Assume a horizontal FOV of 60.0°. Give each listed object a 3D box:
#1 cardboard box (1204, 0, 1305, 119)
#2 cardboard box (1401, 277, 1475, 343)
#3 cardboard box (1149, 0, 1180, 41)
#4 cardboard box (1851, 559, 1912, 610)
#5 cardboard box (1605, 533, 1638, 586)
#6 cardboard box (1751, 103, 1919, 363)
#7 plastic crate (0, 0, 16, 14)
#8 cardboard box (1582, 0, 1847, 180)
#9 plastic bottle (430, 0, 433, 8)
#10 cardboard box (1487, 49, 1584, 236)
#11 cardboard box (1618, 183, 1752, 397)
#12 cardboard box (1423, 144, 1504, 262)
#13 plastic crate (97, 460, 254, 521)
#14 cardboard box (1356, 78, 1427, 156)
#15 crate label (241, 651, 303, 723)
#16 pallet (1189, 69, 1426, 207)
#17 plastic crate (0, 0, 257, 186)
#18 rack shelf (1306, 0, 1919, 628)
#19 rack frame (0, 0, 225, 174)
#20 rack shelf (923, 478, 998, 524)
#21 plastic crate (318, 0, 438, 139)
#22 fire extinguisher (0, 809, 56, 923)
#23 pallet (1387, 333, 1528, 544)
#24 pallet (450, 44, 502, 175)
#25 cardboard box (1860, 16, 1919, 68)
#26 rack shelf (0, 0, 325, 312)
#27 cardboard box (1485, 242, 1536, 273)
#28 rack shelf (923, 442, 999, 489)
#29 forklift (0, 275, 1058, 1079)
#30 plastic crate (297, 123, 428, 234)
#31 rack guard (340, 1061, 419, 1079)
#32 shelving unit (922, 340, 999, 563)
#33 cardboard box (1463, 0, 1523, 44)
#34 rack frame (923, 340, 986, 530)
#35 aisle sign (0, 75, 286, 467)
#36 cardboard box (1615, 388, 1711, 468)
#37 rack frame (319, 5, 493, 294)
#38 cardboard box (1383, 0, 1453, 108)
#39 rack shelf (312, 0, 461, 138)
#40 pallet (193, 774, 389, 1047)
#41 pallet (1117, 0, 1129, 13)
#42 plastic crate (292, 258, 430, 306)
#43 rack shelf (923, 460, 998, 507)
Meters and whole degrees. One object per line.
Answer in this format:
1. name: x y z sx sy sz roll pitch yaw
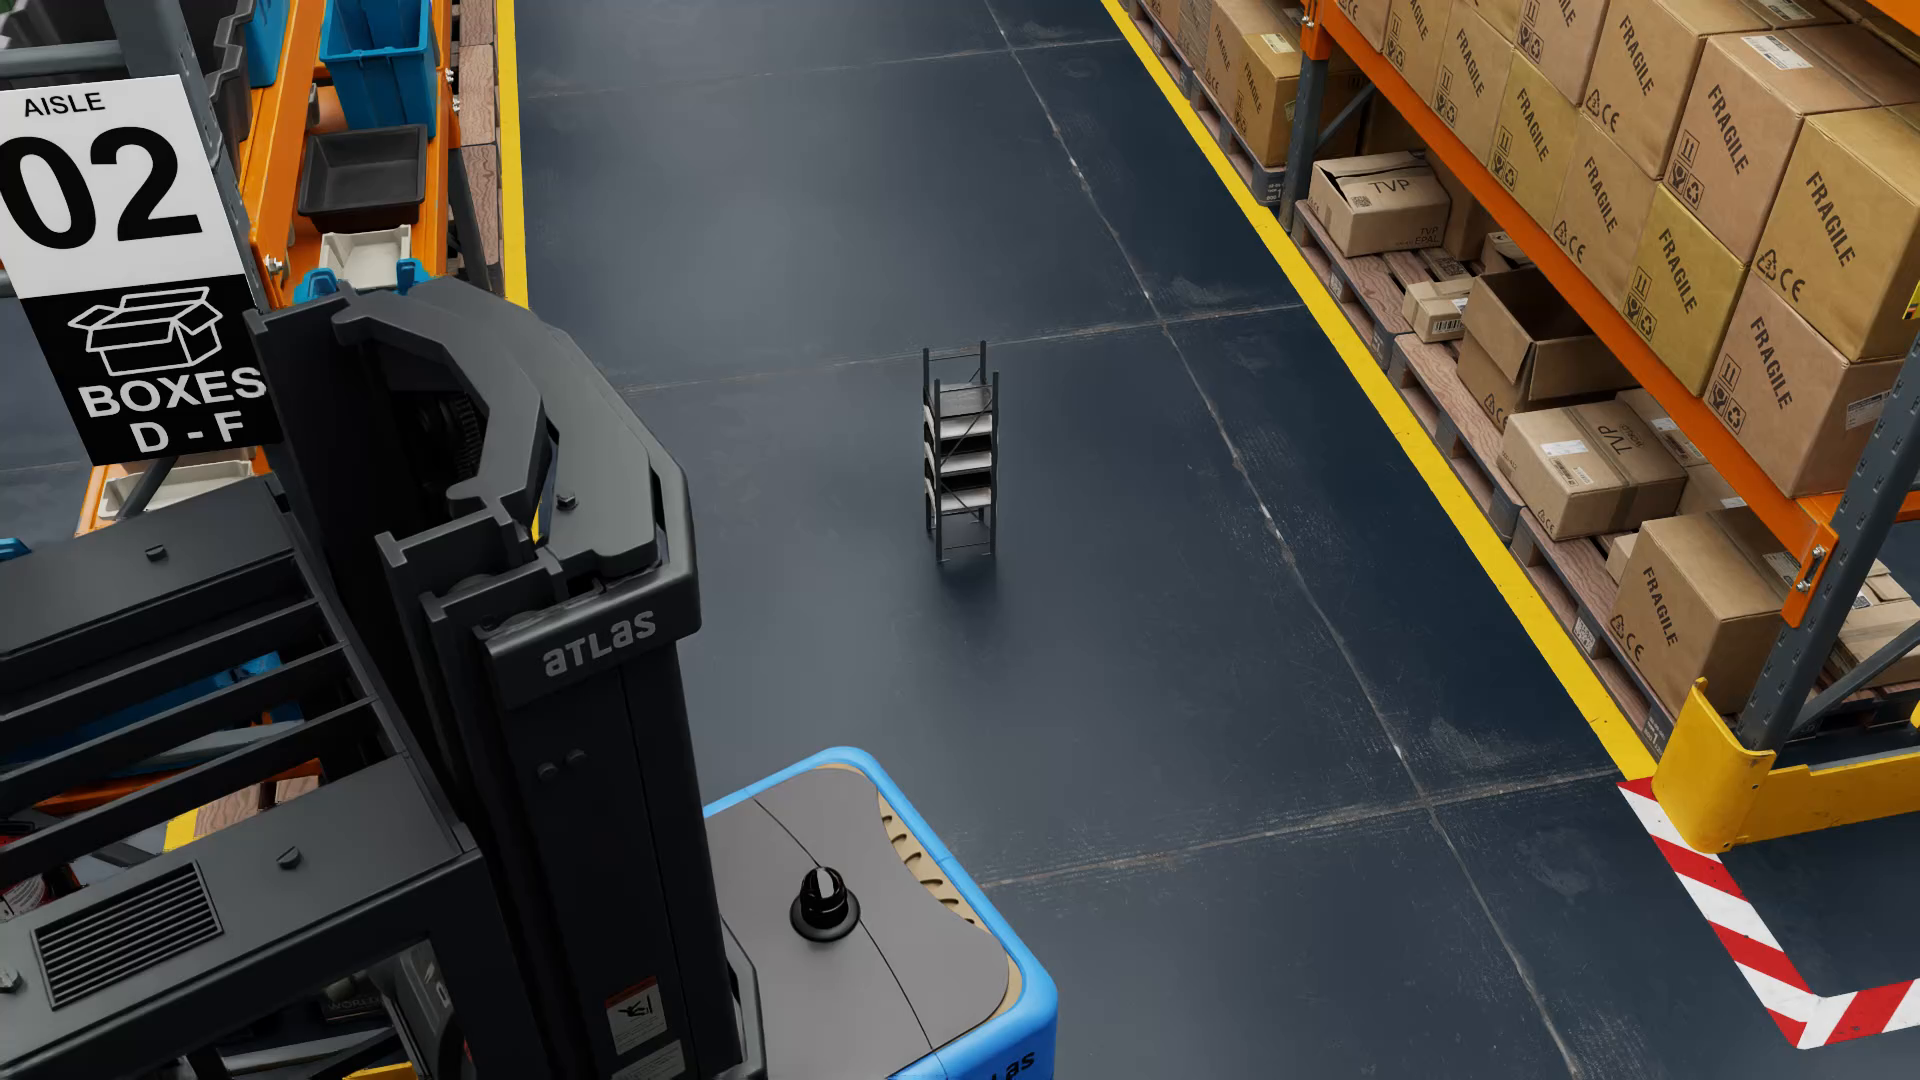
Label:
1. cardboard box: 1.662 -2.631 9.006 0.500 0.500 0.500 -8 42 -9
2. cardboard box: 2.222 -1.043 7.469 0.380 0.166 0.250 -8 42 -9
3. cardboard box: 1.442 -3.285 9.743 0.500 0.500 0.500 -10 43 -11
4. cardboard box: 3.201 0.204 6.063 0.380 0.166 0.250 -8 42 -9
5. cardboard box: 2.652 0.094 6.187 0.380 0.166 0.250 -8 42 -9
6. cardboard box: 2.645 -0.868 4.640 0.500 0.500 0.500 -9 42 -10
7. plastic crate: -2.319 -1.142 3.677 0.450 0.188 0.336 -8 42 -9
8. cardboard box: 2.419 -1.531 5.387 0.500 0.500 0.500 -7 42 -8
9. plastic bottle: -2.425 -2.477 7.430 0.097 0.201 0.097 0 42 0
10. cardboard box: 2.321 -1.483 6.086 0.500 0.500 0.500 -9 42 -10
11. cardboard box: 2.532 -0.833 5.353 0.500 0.500 0.500 -8 42 -9
12. cardboard box: 2.546 -1.702 7.959 0.500 0.500 0.500 -8 42 -9
13. plastic crate: -2.229 -0.117 4.776 0.396 0.136 0.243 -8 42 -9
14. cardboard box: 2.280 -2.379 8.722 0.500 0.500 0.500 -10 43 -11
15. crate label: -1.559 0.332 4.197 0.416 0.233 0.303 -8 42 -9
16. pallet: 1.934 -2.280 9.159 1.003 0.211 1.213 -8 42 -9
17. plastic crate: -1.639 -0.863 3.302 0.497 0.269 0.590 -8 42 -9
18. rack shelf: 2.578 -1.235 6.424 1.077 0.370 4.000 -8 42 -9
19. rack frame: -1.828 -1.744 1.936 1.000 3.000 0.127 -8 42 -9
20. rack shelf: 0.002 -0.172 6.587 0.258 0.077 0.200 -8 42 -9
21. plastic crate: -2.257 -1.856 6.548 0.392 0.384 0.575 -8 42 -9
22. fire extinguisher: -2.239 0.831 3.894 0.296 0.674 0.183 -8 42 -9
23. pallet: 2.561 -0.520 7.177 1.003 0.211 1.213 -8 42 -9
24. pallet: -3.084 -2.349 9.238 1.003 0.211 1.213 -8 42 -9
25. cardboard box: 3.051 -1.283 5.107 0.500 0.500 0.500 -8 42 -9
26. rack shelf: -2.259 -1.650 4.632 1.077 0.370 4.000 -8 42 -9
27. cardboard box: 2.708 -1.145 7.474 0.500 0.311 0.500 -8 42 -9
28. rack shelf: 0.002 -0.306 6.467 0.258 0.077 0.200 -8 42 -9
29. forklift: -1.264 1.047 3.363 3.031 2.935 1.130 -23 47 -24
30. plastic crate: -2.187 -1.326 6.146 0.437 0.125 0.590 -8 42 -9
31. rack guard: -1.810 1.448 4.742 1.175 0.500 0.348 -8 42 -9
32. shelving unit: 0.002 -0.331 6.445 0.258 0.900 0.210 -8 42 -9
33. cardboard box: 2.196 -2.199 6.139 0.500 0.500 0.500 -10 42 -11
34. rack frame: -0.020 -0.397 6.520 0.240 0.900 0.006 -8 42 -9
35. aisle sign: -1.522 -0.469 3.060 0.394 0.787 0.004 -8 42 -9
36. cardboard box: 2.954 -0.386 6.665 0.500 0.250 0.500 -8 42 -9
37. rack frame: -2.691 -2.094 6.849 1.000 3.000 0.127 -8 42 -9
38. cardboard box: 2.104 -2.137 6.823 0.500 0.500 0.500 -8 42 -9
39. rack shelf: -3.123 -3.121 8.548 1.077 0.370 4.000 -8 42 -9
40. pallet: -1.968 1.002 5.462 1.003 0.211 1.213 -8 42 -9
41. pallet: 1.407 -3.861 10.941 1.003 0.211 1.213 -8 42 -9
42. plastic crate: -1.908 -0.716 5.378 0.416 0.233 0.300 -8 42 -9
43. rack shelf: 0.002 -0.239 6.527 0.258 0.077 0.200 -8 42 -9
